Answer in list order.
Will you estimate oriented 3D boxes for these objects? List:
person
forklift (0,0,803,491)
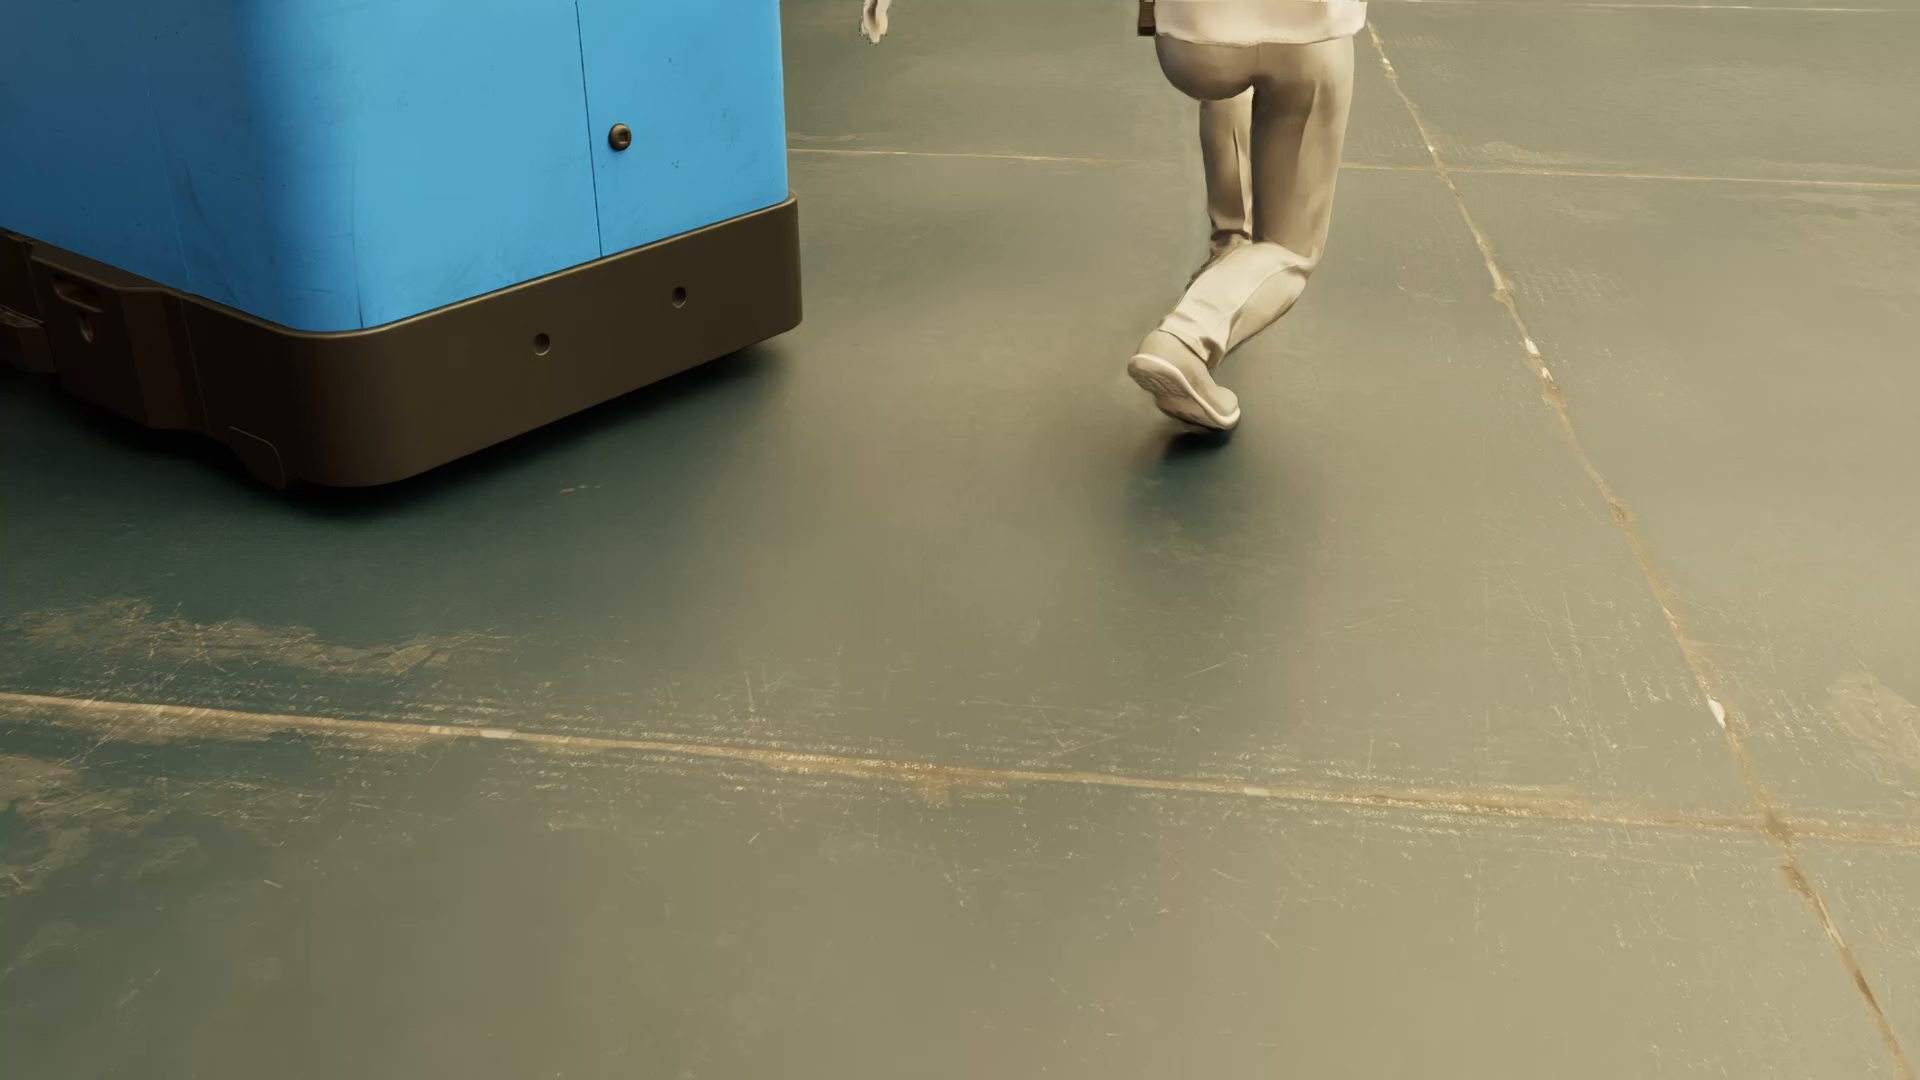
[{"bbox_3d":[0.282,-0.944,2.854,0.823,1.383,0.950,2,27,4],"label":"person"},{"bbox_3d":[-1.779,-1.903,3.031,3.031,2.935,1.130,19,32,33],"label":"forklift"}]
